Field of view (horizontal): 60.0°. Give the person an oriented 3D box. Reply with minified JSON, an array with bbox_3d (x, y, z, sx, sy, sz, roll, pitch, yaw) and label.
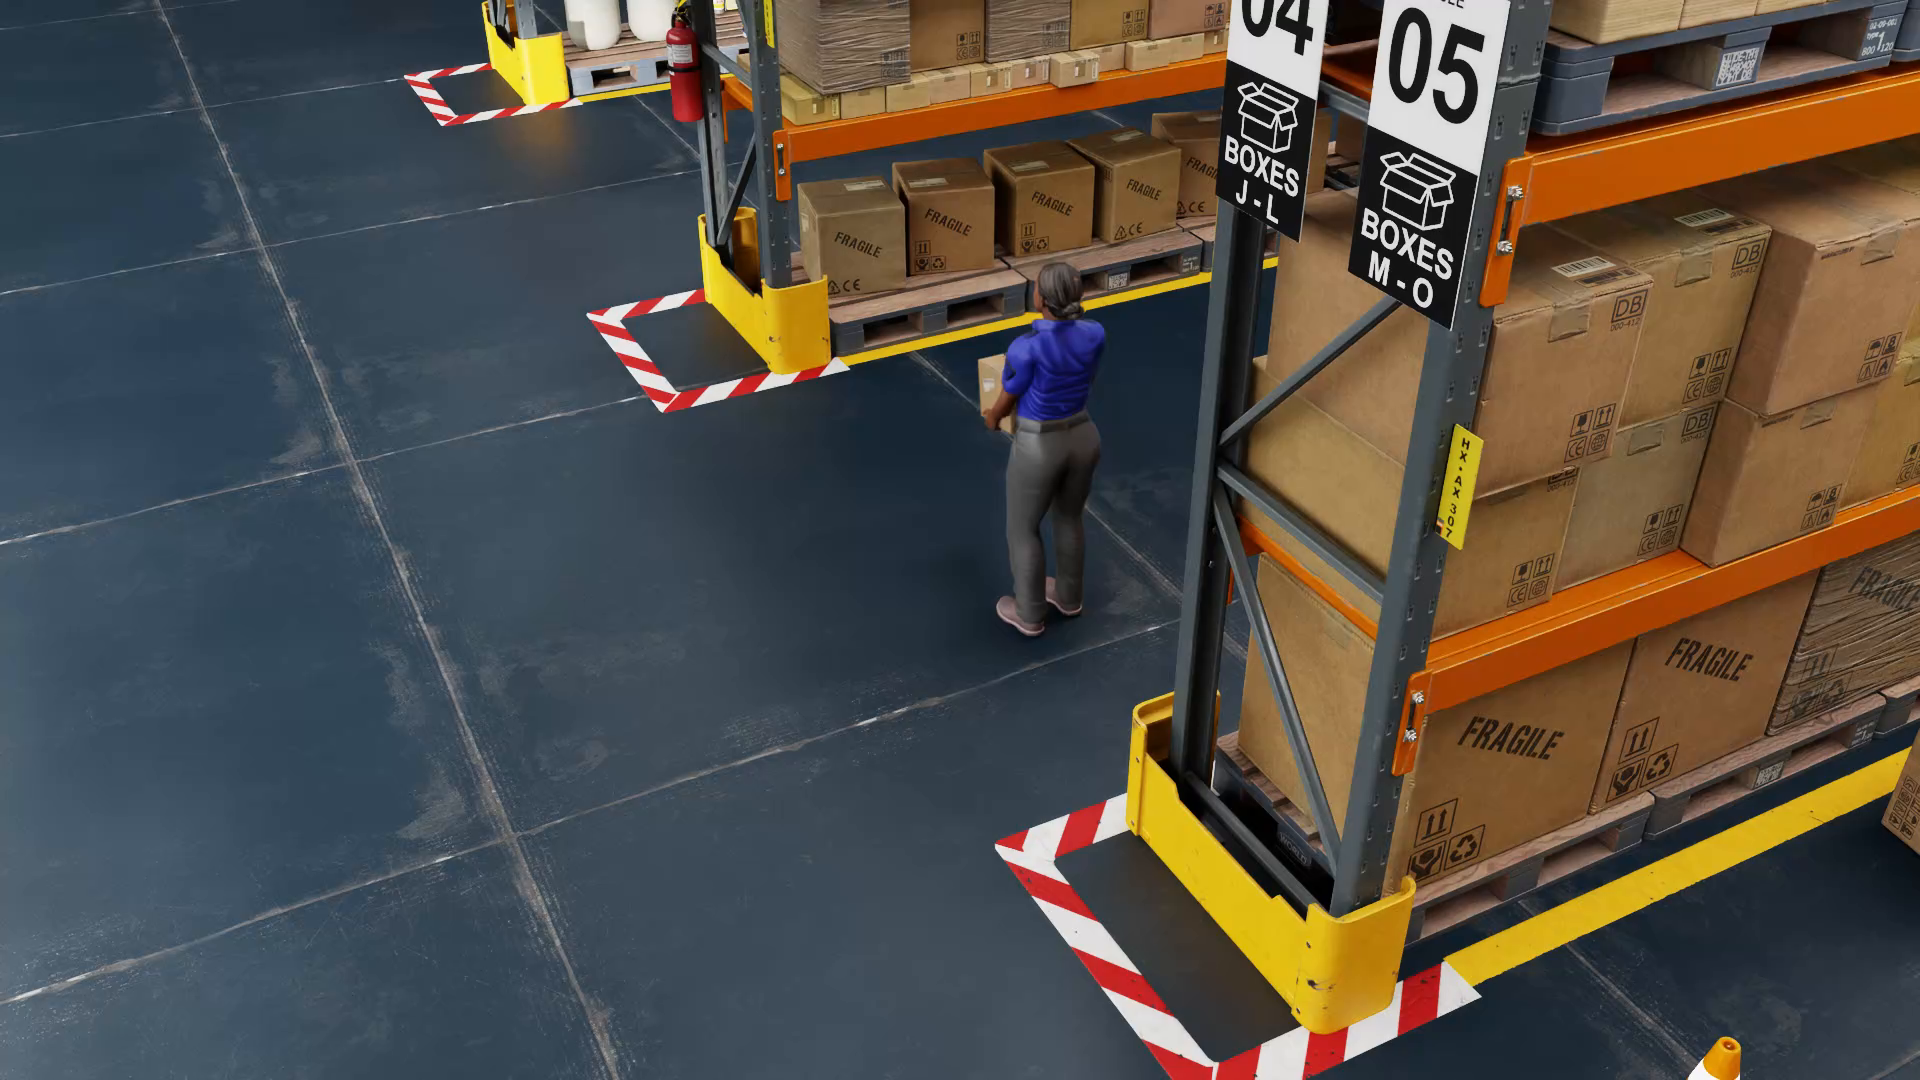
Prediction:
[{"bbox_3d":[0.329,-0.399,6.763,0.441,1.657,0.499,-16,37,-23],"label":"person"}]
